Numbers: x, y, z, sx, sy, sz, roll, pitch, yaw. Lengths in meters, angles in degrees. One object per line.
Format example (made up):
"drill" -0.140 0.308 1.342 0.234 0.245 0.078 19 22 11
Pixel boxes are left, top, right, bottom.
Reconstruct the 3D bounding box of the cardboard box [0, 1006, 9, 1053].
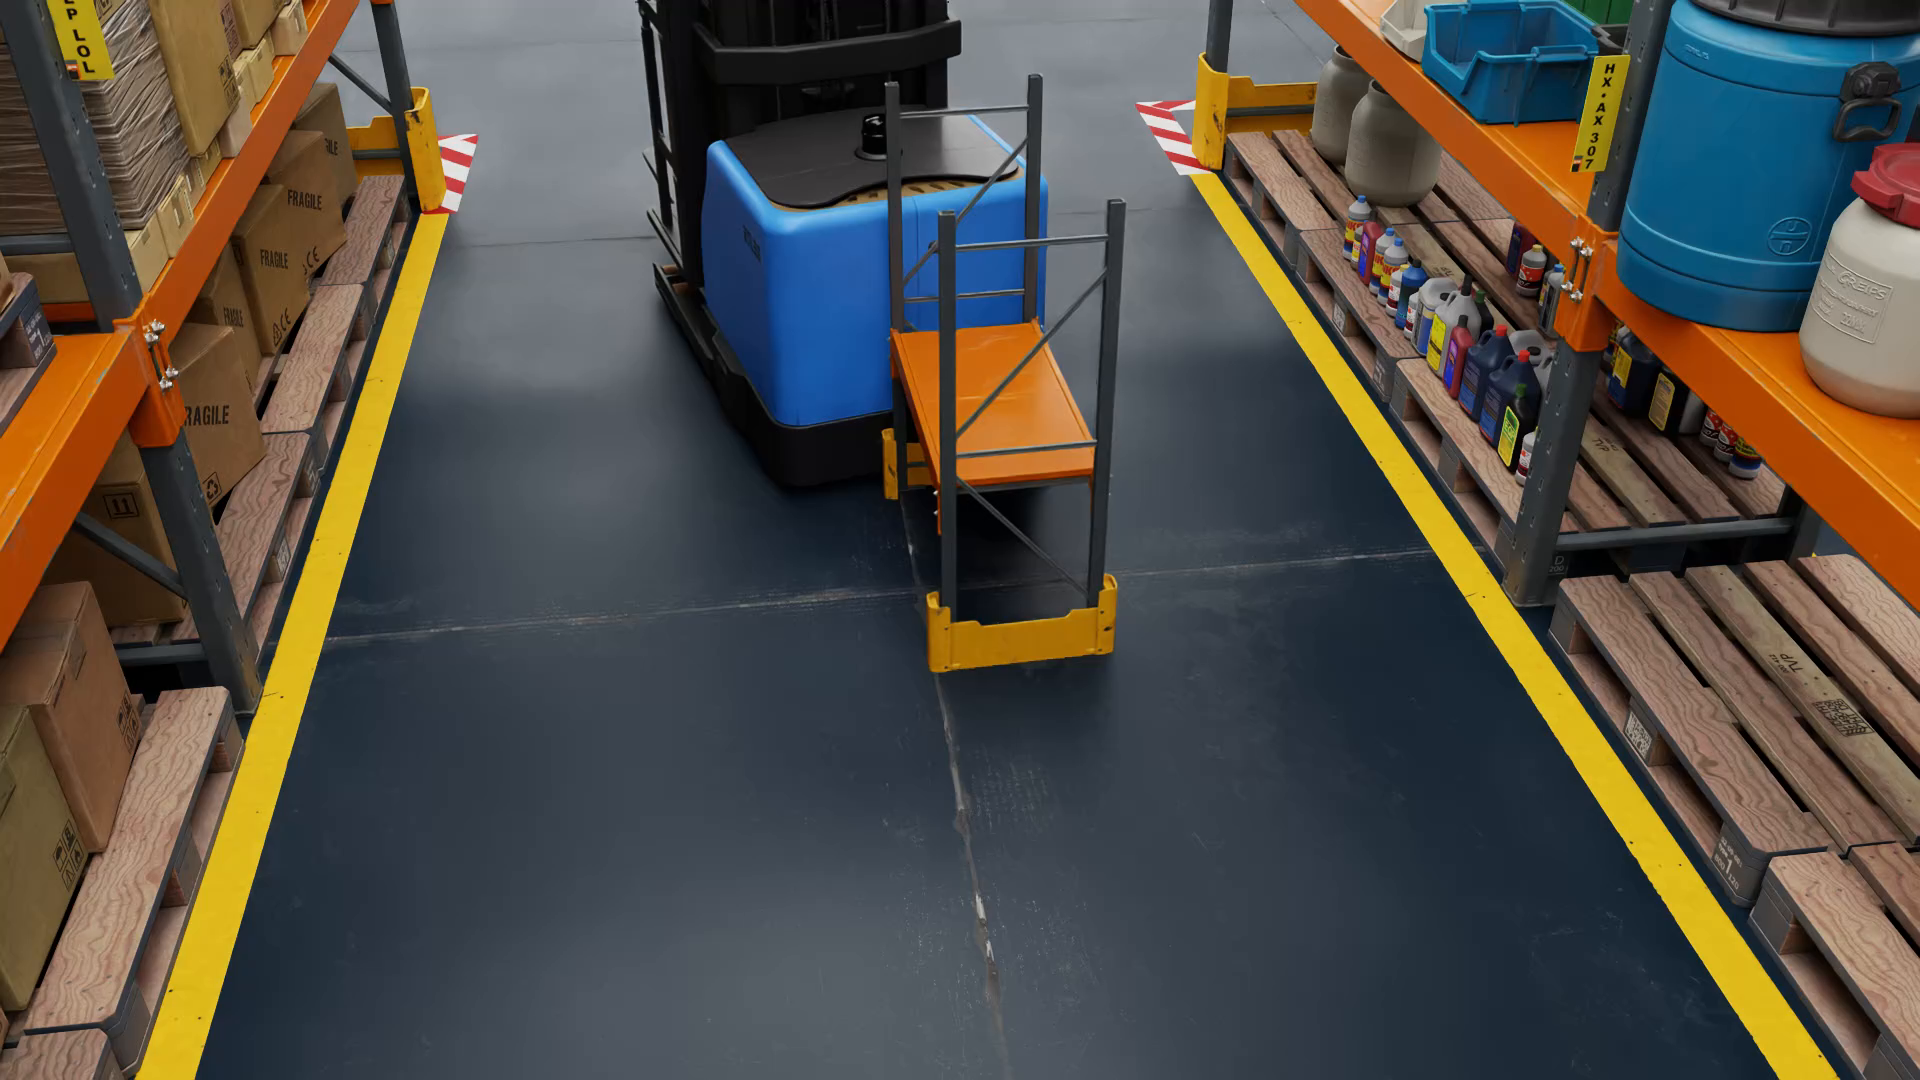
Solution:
"cardboard box" -2.429 1.067 3.350 0.700 0.500 0.500 -7 35 -10

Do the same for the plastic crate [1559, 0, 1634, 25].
"plastic crate" 2.393 -1.775 5.879 0.450 0.188 0.662 -4 35 -6

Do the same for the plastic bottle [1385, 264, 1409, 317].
"plastic bottle" 1.766 -1.003 6.653 0.097 0.201 0.097 0 34 0

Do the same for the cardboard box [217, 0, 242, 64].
"cardboard box" -2.810 -1.681 5.201 0.875 0.500 0.500 -4 35 -6

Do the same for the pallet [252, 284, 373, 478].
"pallet" -2.905 -0.610 6.458 1.003 0.211 1.213 -4 35 -6

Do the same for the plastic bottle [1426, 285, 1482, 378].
"plastic bottle" 1.855 -0.795 6.215 0.144 0.351 0.185 -5 35 -7

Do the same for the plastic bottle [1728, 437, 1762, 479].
"plastic bottle" 2.688 -0.349 5.630 0.097 0.271 0.097 0 34 0

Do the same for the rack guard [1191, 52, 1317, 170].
"rack guard" 1.815 -2.244 8.598 1.175 0.500 0.348 -4 35 -6

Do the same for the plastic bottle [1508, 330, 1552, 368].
"plastic bottle" 2.042 -0.609 6.009 0.152 0.276 0.135 -4 35 -6

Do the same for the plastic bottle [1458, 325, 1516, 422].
"plastic bottle" 1.898 -0.615 5.951 0.144 0.351 0.185 -6 35 -9

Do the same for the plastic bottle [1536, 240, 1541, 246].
"plastic bottle" 2.446 -1.237 6.930 0.152 0.276 0.135 -4 34 -6

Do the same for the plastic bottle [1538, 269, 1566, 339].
"plastic bottle" 2.373 -0.939 6.492 0.152 0.276 0.135 -4 35 -6

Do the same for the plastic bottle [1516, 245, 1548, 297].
"plastic bottle" 2.344 -1.109 6.808 0.097 0.201 0.097 0 34 0

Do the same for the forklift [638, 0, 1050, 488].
"forklift" -0.686 -2.220 6.405 1.130 2.935 3.031 -12 36 -18

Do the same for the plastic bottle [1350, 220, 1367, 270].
"plastic bottle" 1.707 -1.248 7.012 0.097 0.201 0.097 0 34 0

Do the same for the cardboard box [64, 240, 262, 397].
"cardboard box" -2.872 -0.735 6.011 0.500 0.500 0.500 -7 35 -11

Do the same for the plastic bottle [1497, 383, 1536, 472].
"plastic bottle" 1.905 -0.386 5.674 0.061 0.283 0.133 -3 34 -4

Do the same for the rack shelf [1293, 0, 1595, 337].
"rack shelf" 2.027 -1.902 6.516 1.077 0.370 4.000 -4 35 -6

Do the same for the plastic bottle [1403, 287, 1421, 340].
"plastic bottle" 1.794 -0.888 6.484 0.097 0.201 0.097 0 34 0

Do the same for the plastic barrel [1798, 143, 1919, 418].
"plastic barrel" 2.207 -0.589 3.830 0.433 0.535 0.433 0 34 0

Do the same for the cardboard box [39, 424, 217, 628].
"cardboard box" -2.626 -0.075 5.043 0.500 0.500 0.500 -5 35 -8

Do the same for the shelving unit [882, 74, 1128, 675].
"shelving unit" 0.107 -0.530 5.196 0.587 1.500 1.083 -6 35 -8

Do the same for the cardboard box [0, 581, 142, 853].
"cardboard box" -2.551 0.487 4.200 0.700 0.500 0.500 -7 35 -10

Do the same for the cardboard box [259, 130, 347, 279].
"cardboard box" -2.968 -1.400 6.988 0.500 0.500 0.500 4 35 6

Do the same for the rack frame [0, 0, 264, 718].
"rack frame" -2.612 -0.708 4.126 1.000 3.000 0.127 -4 35 -6

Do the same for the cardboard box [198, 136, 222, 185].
"cardboard box" -2.467 -1.164 5.017 0.380 0.149 0.250 -4 35 -6

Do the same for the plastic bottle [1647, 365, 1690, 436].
"plastic bottle" 2.512 -0.524 5.876 0.061 0.283 0.133 -4 35 -6

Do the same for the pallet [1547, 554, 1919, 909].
"pallet" 2.440 0.504 4.823 1.003 0.211 1.213 -4 35 -6

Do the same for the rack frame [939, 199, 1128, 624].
"rack frame" 0.195 -0.253 4.790 0.500 1.500 0.032 -6 35 -8

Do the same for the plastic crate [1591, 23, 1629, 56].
"plastic crate" 2.352 -1.359 5.136 0.767 0.338 0.504 -4 35 -6

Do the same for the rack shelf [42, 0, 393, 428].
"rack shelf" -2.881 -1.527 5.966 1.077 0.370 4.000 -4 35 -6

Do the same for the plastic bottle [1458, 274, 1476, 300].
"plastic bottle" 1.942 -0.867 6.380 0.061 0.283 0.133 -4 35 -6

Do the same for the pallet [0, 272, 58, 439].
"pallet" -2.653 -0.191 3.538 1.003 0.211 1.213 -4 35 -6

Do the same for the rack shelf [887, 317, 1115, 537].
"rack shelf" 0.105 -0.386 5.305 0.538 0.185 1.000 -6 35 -8

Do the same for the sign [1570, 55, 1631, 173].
"sign" 1.750 -1.162 4.546 0.100 0.325 0.005 -4 35 -6

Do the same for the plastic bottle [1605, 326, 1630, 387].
"plastic bottle" 2.460 -0.691 6.133 0.097 0.271 0.097 0 34 0

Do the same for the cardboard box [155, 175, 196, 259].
"cardboard box" -2.363 -0.888 4.612 0.380 0.149 0.250 -4 35 -6

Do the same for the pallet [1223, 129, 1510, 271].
"pallet" 1.919 -1.671 8.014 1.003 0.211 1.213 -4 35 -6

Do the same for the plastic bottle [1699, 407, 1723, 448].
"plastic bottle" 2.660 -0.433 5.816 0.097 0.201 0.097 0 34 0

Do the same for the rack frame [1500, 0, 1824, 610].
"rack frame" 2.296 -1.083 4.676 1.000 3.000 0.127 -4 35 -6

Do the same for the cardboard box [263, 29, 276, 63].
"cardboard box" -2.636 -1.719 5.832 0.380 0.149 0.250 -4 35 -6

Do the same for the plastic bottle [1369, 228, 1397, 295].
"plastic bottle" 1.739 -1.143 6.796 0.097 0.271 0.097 0 34 0

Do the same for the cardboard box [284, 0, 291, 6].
"cardboard box" -2.892 -2.243 6.025 0.875 0.500 0.500 -4 35 -6

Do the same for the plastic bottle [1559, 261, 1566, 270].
"plastic bottle" 2.491 -1.099 6.660 0.144 0.351 0.185 -3 34 -4

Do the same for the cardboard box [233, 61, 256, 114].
"cardboard box" -2.535 -1.443 5.427 0.380 0.149 0.250 -4 35 -6

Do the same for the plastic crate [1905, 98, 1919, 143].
"plastic crate" 2.664 -0.863 4.295 0.402 0.464 0.583 -4 35 -6

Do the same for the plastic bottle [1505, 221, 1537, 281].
"plastic bottle" 2.341 -1.232 6.916 0.061 0.283 0.133 -4 35 -6

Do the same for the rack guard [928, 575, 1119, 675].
"rack guard" 0.195 0.263 5.143 0.587 0.250 0.087 -6 35 -8

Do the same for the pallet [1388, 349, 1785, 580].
"pallet" 2.247 -0.309 6.016 1.003 0.211 1.213 -4 35 -6

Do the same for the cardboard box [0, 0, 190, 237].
"cardboard box" -2.611 -1.128 4.389 0.875 0.500 0.500 -4 35 -6

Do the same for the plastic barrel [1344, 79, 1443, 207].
"plastic barrel" 1.990 -1.820 7.593 0.421 0.512 0.421 0 34 0
